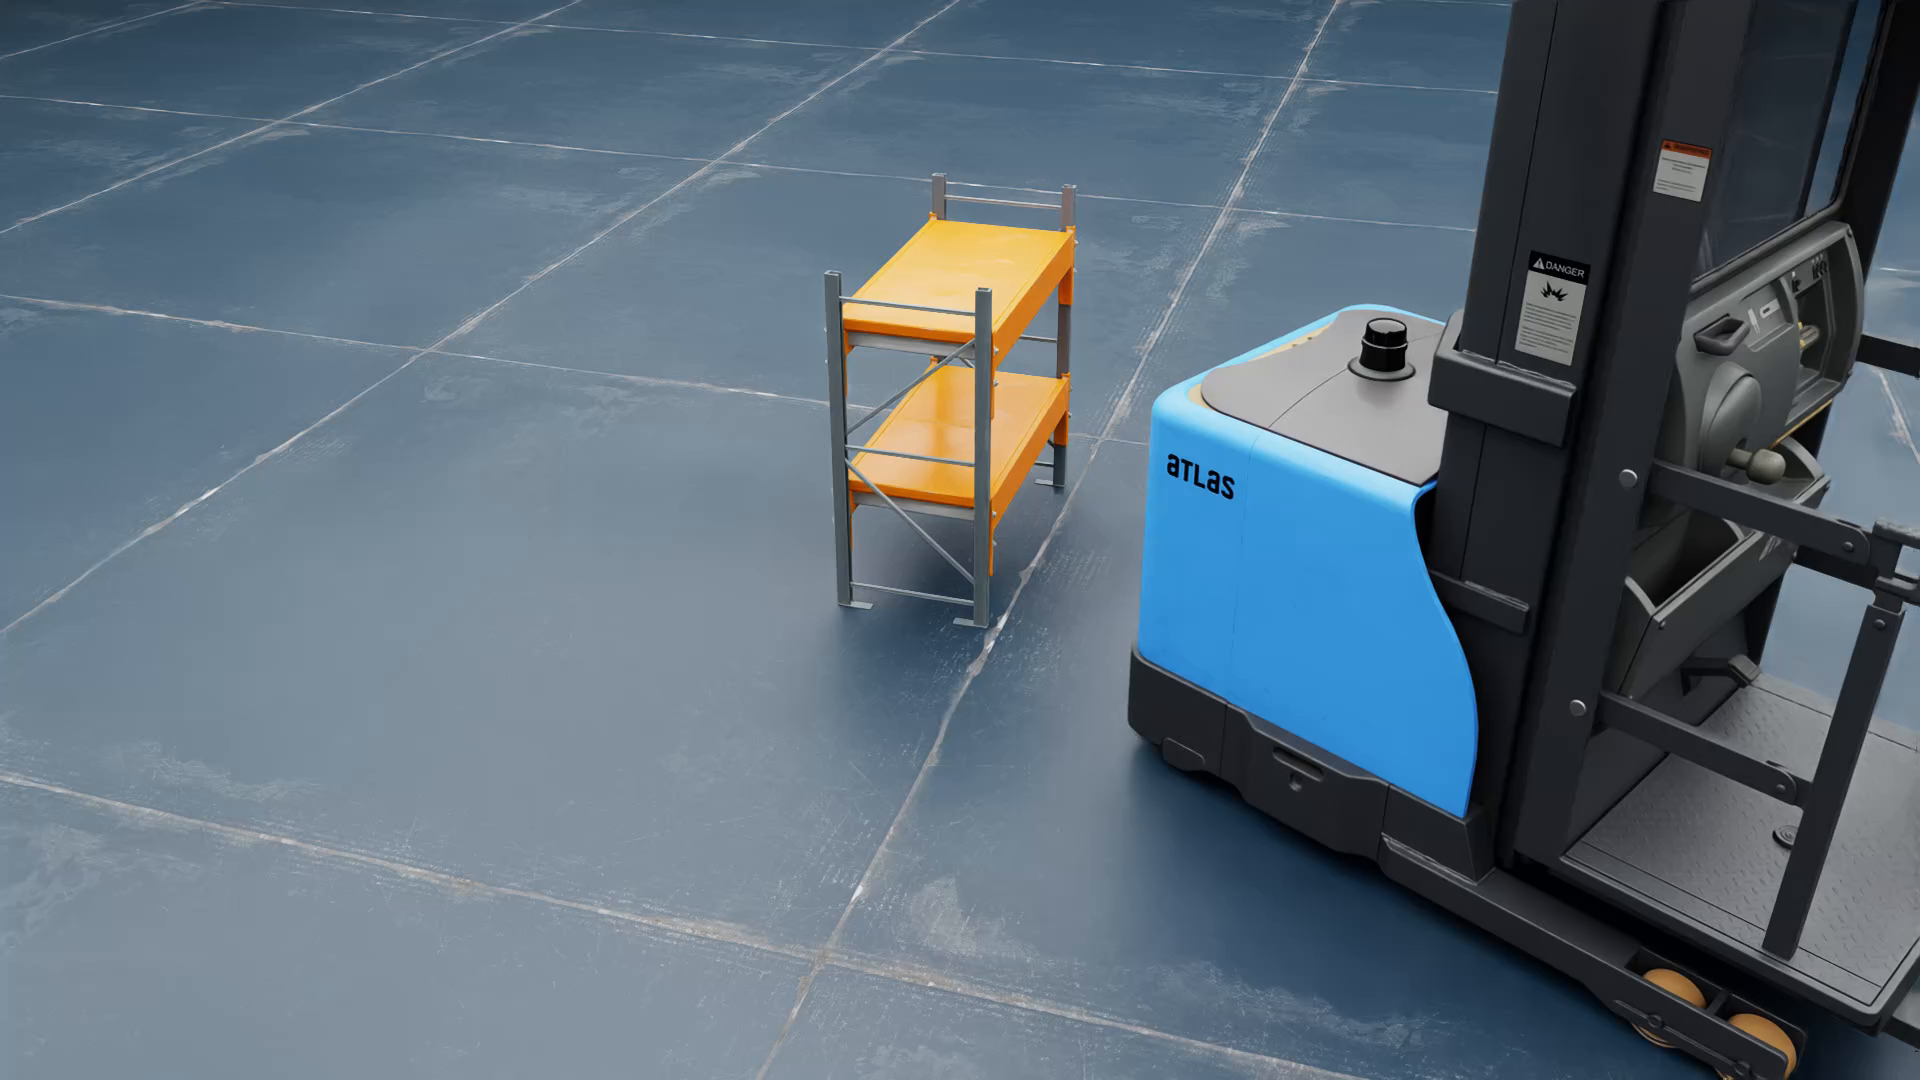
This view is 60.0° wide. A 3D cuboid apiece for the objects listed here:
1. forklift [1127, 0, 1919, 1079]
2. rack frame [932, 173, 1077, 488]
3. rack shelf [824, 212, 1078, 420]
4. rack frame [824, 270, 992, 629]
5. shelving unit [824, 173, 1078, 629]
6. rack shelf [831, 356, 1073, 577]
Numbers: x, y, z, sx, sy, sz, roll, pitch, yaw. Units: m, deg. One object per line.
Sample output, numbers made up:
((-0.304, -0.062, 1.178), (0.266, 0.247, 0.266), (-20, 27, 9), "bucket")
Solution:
((1.868, -0.369, 3.399), (1.130, 2.935, 3.031), (-26, 38, -38), "forklift")
((0.147, -0.725, 5.896), (0.500, 1.125, 0.032), (8, 30, 15), "rack frame")
((-0.002, -0.744, 5.329), (0.538, 0.278, 1.000), (8, 30, 15), "rack shelf")
((-0.151, -0.252, 5.046), (0.500, 1.125, 0.032), (8, 30, 15), "rack frame")
((-0.002, -0.488, 5.471), (0.538, 1.125, 1.048), (8, 30, 15), "shelving unit")
((-0.002, -0.275, 5.590), (0.538, 0.278, 1.000), (8, 30, 15), "rack shelf")
